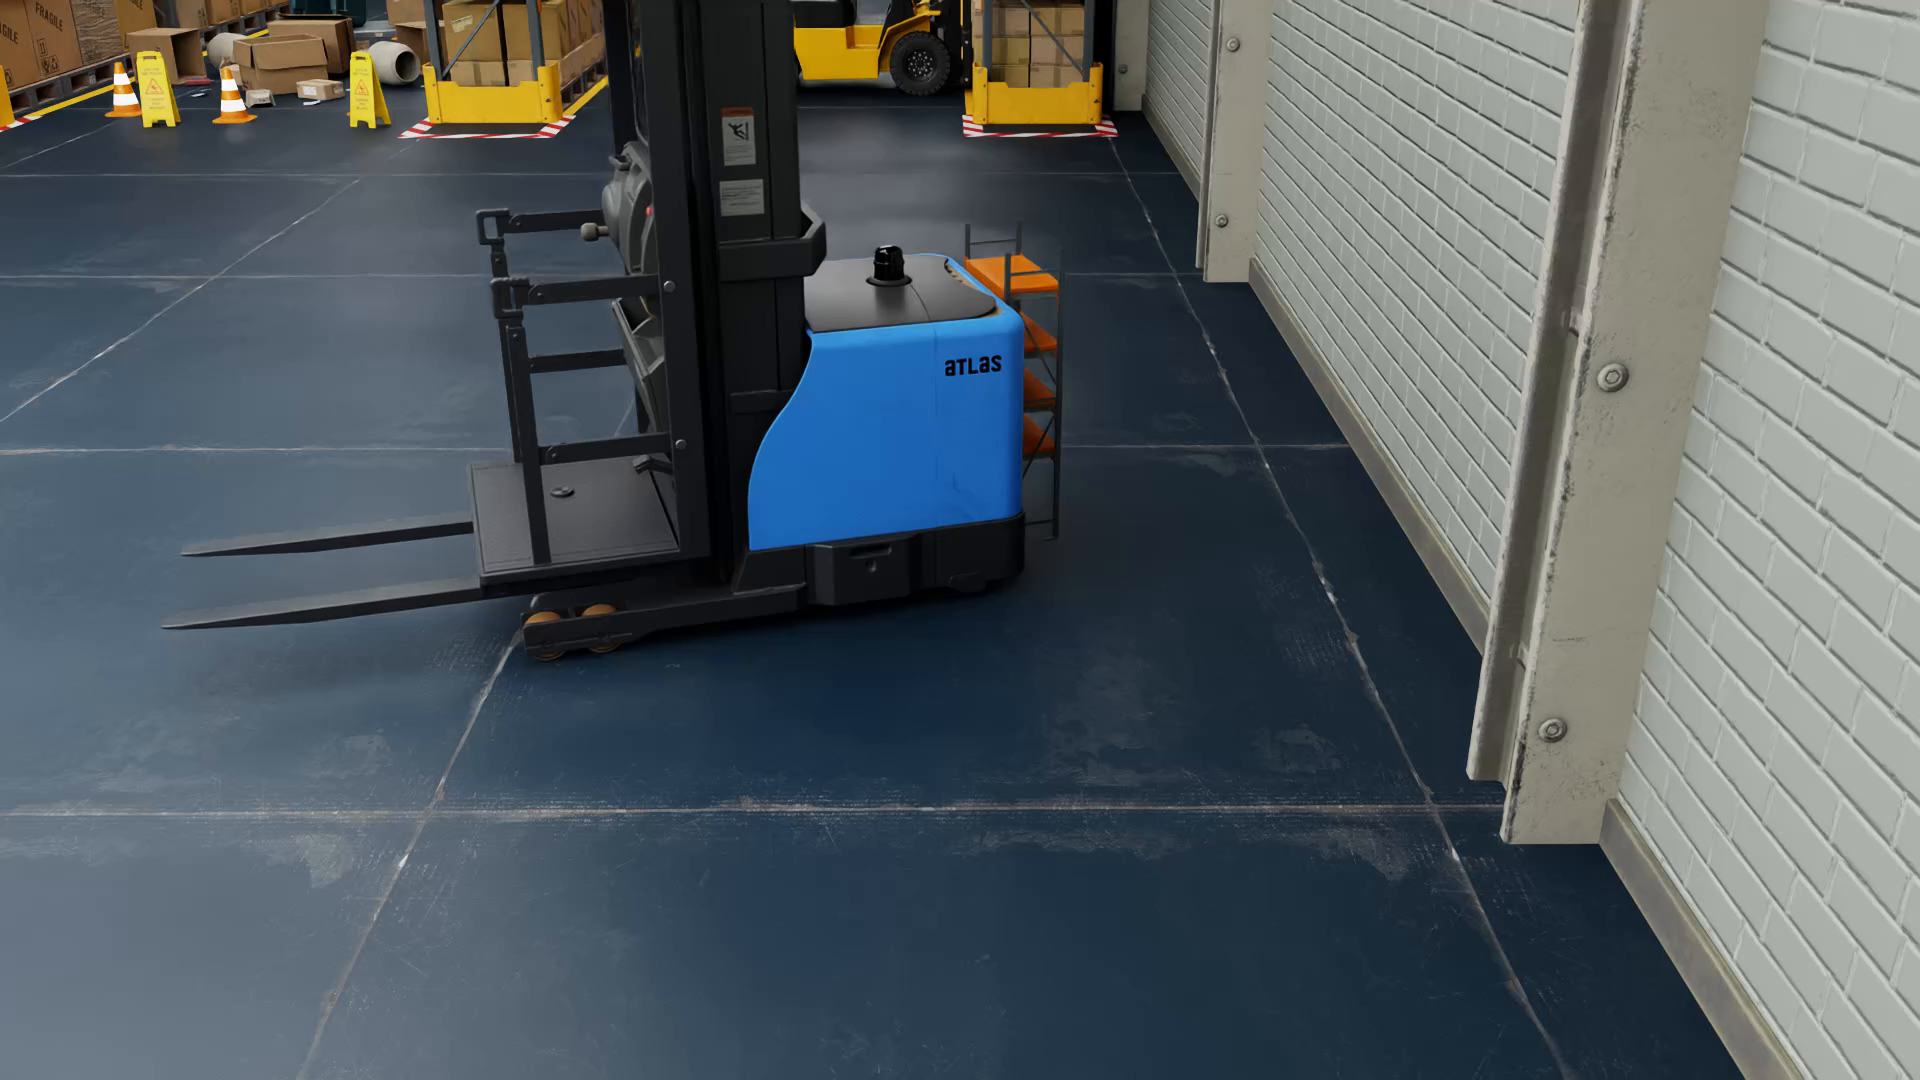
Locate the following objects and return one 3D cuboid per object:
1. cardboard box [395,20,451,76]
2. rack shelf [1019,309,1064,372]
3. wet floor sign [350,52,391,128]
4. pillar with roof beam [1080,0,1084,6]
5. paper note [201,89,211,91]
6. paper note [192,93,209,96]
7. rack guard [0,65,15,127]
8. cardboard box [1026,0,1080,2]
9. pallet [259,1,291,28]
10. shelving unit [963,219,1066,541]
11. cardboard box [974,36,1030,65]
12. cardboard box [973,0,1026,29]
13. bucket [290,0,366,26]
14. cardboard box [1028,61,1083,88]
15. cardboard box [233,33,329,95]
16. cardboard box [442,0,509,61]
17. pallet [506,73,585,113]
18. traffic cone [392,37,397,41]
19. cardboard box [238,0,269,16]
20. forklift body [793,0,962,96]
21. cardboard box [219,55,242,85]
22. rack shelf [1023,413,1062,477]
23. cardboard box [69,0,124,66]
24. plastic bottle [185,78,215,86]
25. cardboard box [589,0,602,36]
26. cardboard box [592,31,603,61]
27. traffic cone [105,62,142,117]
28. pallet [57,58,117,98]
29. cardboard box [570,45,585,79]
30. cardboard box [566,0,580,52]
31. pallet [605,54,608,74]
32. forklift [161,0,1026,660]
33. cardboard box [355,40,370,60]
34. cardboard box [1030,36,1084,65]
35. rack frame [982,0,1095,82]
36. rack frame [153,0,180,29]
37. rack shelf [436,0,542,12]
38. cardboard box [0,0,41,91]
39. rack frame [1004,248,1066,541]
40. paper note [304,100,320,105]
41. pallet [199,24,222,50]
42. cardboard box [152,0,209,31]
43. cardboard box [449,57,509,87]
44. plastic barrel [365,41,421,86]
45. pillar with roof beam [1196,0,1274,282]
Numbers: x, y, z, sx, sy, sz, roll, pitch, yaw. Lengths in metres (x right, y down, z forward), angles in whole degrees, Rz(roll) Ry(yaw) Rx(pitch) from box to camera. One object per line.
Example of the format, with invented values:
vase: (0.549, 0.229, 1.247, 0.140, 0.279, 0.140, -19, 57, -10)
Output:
cardboard box: (-5.653, -5.263, 17.778, 0.500, 0.500, 0.500, 19, 30, 35)
rack shelf: (0.208, -0.776, 6.631, 0.258, 0.148, 0.480, -8, 25, -16)
wet floor sign: (-5.328, -4.045, 14.910, 0.267, 0.644, 0.232, 8, 26, 18)
pillar with roof beam: (-2.773, -10.702, 19.492, 9.100, 9.000, 0.400, 0, 24, -1)
paper note: (-7.609, -4.540, 16.777, 0.032, 0.001, 0.123, 13, 27, 27)
paper note: (-7.528, -4.420, 16.487, 0.144, 0.017, 0.142, 8, 26, 18)
rack guard: (-9.208, -3.988, 14.961, 1.175, 0.500, 0.348, 0, 24, -1)
cardboard box: (0.878, -5.023, 15.830, 0.500, 0.250, 0.500, 0, 24, 0)
pallet: (-9.363, -6.837, 21.612, 1.003, 0.211, 1.213, 0, 24, -1)
shelving unit: (0.208, -0.634, 6.695, 0.258, 1.200, 0.503, -8, 25, -16)
cardboard box: (0.385, -4.590, 15.479, 0.500, 0.250, 0.500, -1, 24, -1)
cardboard box: (0.375, -5.017, 15.817, 0.500, 0.250, 0.500, 0, 24, 0)
bucket: (-6.946, -5.940, 18.372, 0.726, 0.611, 0.620, 8, 16, 18)
cardboard box: (0.893, -4.366, 15.591, 0.500, 0.250, 0.500, 0, 24, 0)
cardboard box: (-6.811, -4.776, 16.698, 0.797, 0.503, 0.637, -19, 31, -36)
cardboard box: (-4.530, -4.810, 15.662, 0.500, 0.500, 0.500, 0, 24, 0)
pallet: (-4.234, -4.296, 15.993, 1.003, 0.211, 1.213, 0, 24, -1)
traffic cone: (-6.720, -6.313, 20.146, 0.336, 0.463, 0.334, 0, 24, -1)
cardboard box: (-9.366, -6.988, 20.781, 1.050, 0.750, 0.750, 0, 24, 0)
forklift body: (-1.142, -5.611, 16.546, 2.313, 2.155, 1.214, 0, 24, -1)
cardboard box: (-7.392, -4.839, 17.127, 0.396, 0.266, 0.258, 4, 25, 9)
rack shelf: (0.208, -0.391, 6.805, 0.258, 0.148, 0.480, -8, 25, -16)
cardboard box: (-9.302, -5.377, 17.068, 0.875, 0.875, 0.875, 0, 24, 0)
plastic bottle: (-7.810, -4.711, 17.091, 0.283, 0.061, 0.133, -9, 26, -19)
cardboard box: (-4.015, -5.467, 17.114, 0.500, 0.500, 0.500, 1, 24, 2)
cardboard box: (-4.012, -5.116, 17.249, 0.500, 0.250, 0.500, 0, 24, 0)
traffic cone: (-7.795, -4.206, 15.488, 0.336, 0.463, 0.334, 0, 24, -1)
pallet: (-9.306, -4.697, 16.879, 1.003, 0.211, 1.213, 0, 24, -1)
cardboard box: (-3.990, -4.683, 16.292, 0.500, 0.250, 0.500, 1, 24, 1)
cardboard box: (-4.003, -5.040, 16.170, 0.500, 0.500, 0.500, -1, 24, -3)
pallet: (-4.261, -5.302, 18.216, 1.003, 0.211, 1.213, 0, 24, -1)
forklift: (-1.329, -1.158, 5.754, 3.031, 2.935, 1.130, -7, 25, -16)
cardboard box: (-6.441, -5.258, 18.053, 0.258, 0.266, 0.396, -19, 31, -36)
cardboard box: (0.906, -4.585, 15.469, 0.500, 0.250, 0.500, 0, 24, 0)
rack frame: (0.703, -5.224, 14.661, 1.000, 3.000, 0.127, 0, 24, -1)
rack frame: (-9.252, -6.785, 18.112, 1.000, 3.000, 0.127, 0, 24, -1)
rack shelf: (-4.282, -5.697, 16.579, 1.077, 0.370, 4.000, 0, 24, -1)
cardboard box: (-9.282, -4.639, 15.436, 0.875, 0.875, 0.875, 0, 24, 0)
rack frame: (0.283, -0.538, 6.484, 0.240, 1.200, 0.015, -8, 25, -16)
paper note: (-6.261, -4.228, 16.062, 0.148, 0.019, 0.142, -9, 26, -19)
pallet: (-9.336, -5.832, 19.389, 1.003, 0.211, 1.213, 0, 24, -1)
cardboard box: (-9.349, -6.207, 19.053, 1.050, 0.750, 0.750, 0, 24, -1)
cardboard box: (-4.538, -4.481, 15.844, 0.500, 0.250, 0.500, 0, 24, -1)
plastic barrel: (-5.797, -4.871, 17.006, 0.512, 0.421, 0.421, 19, 30, 35)
pillar with roof beam: (-2.642, -5.757, 8.559, 9.100, 9.000, 0.400, 0, 24, -1)
